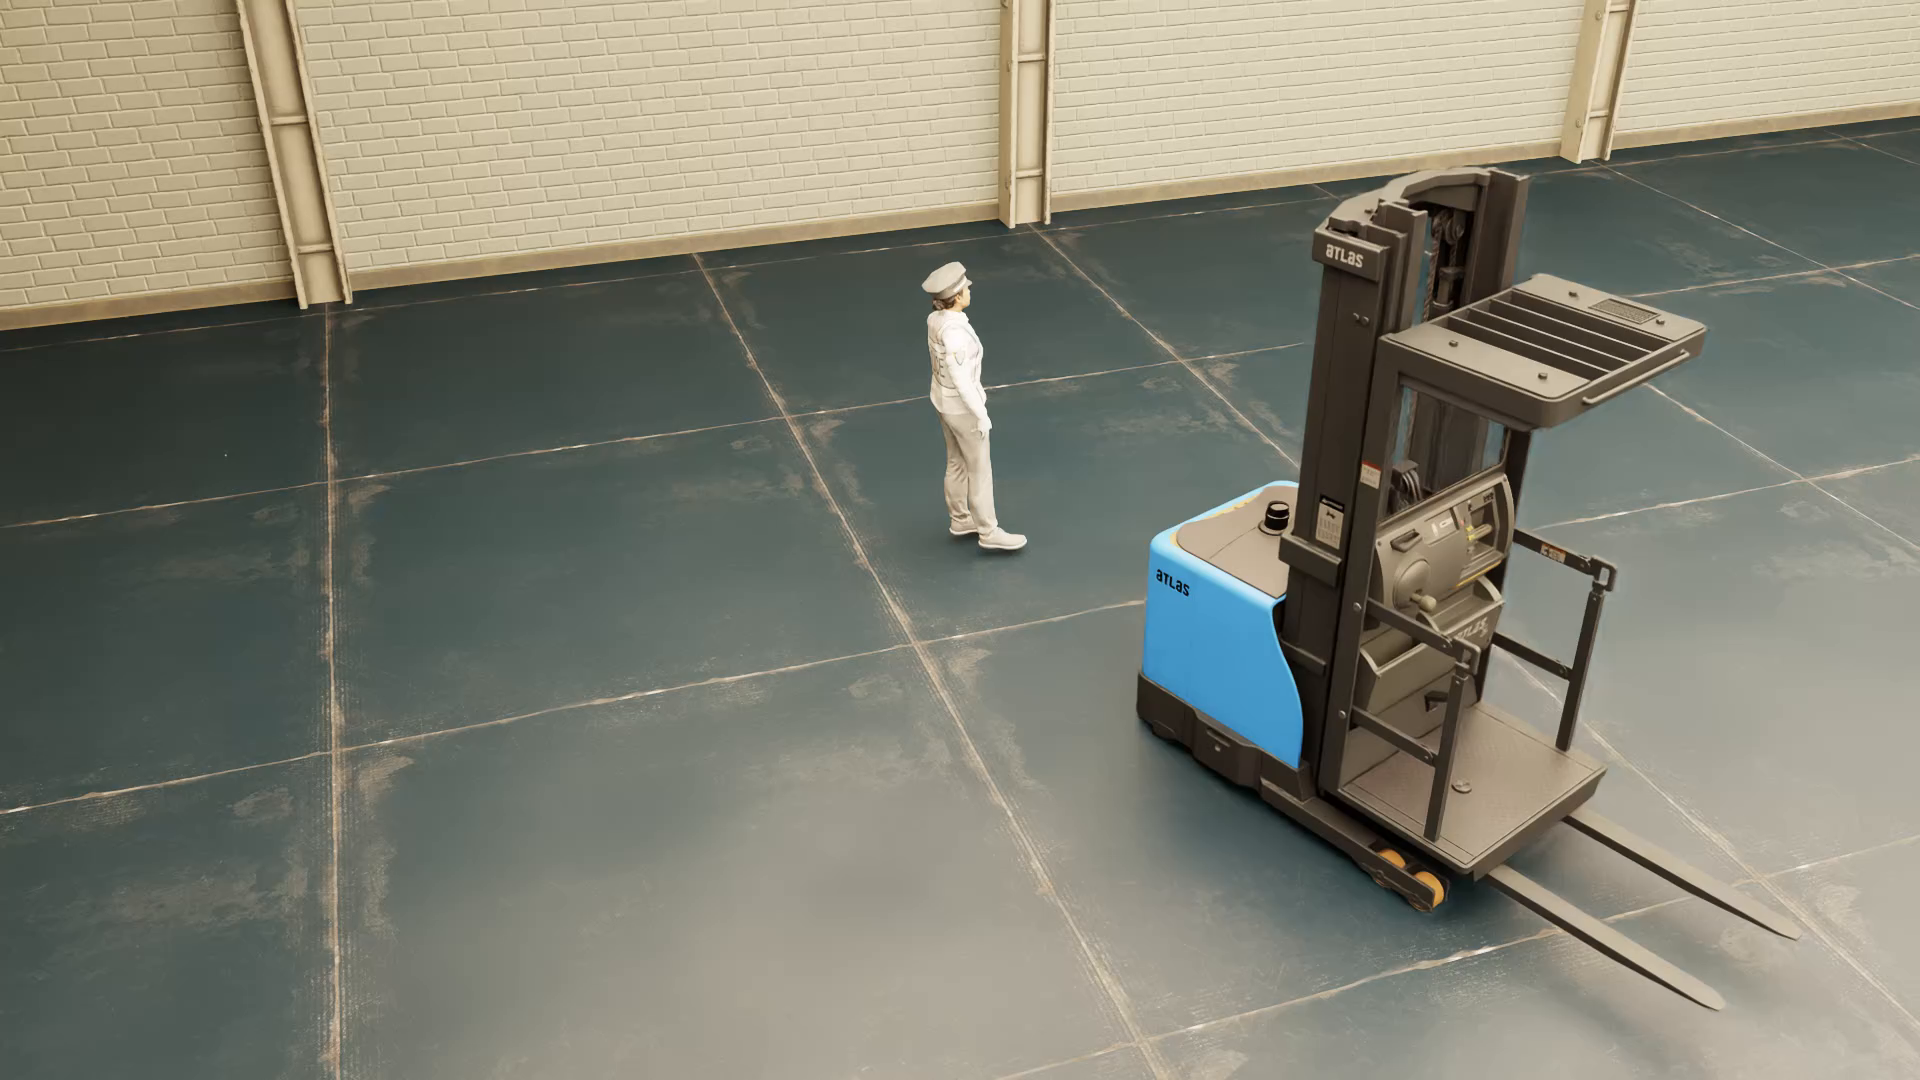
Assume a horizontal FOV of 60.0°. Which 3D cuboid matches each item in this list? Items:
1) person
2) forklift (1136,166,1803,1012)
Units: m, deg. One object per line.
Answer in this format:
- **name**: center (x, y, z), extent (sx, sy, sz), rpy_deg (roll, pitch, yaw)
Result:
- **person**: center (0.067, -0.784, 9.593), extent (0.531, 1.695, 0.587), rpy_deg (-10, 31, -16)
- **forklift**: center (2.219, 0.055, 6.991), extent (1.130, 2.935, 3.031), rpy_deg (-23, 37, -34)
